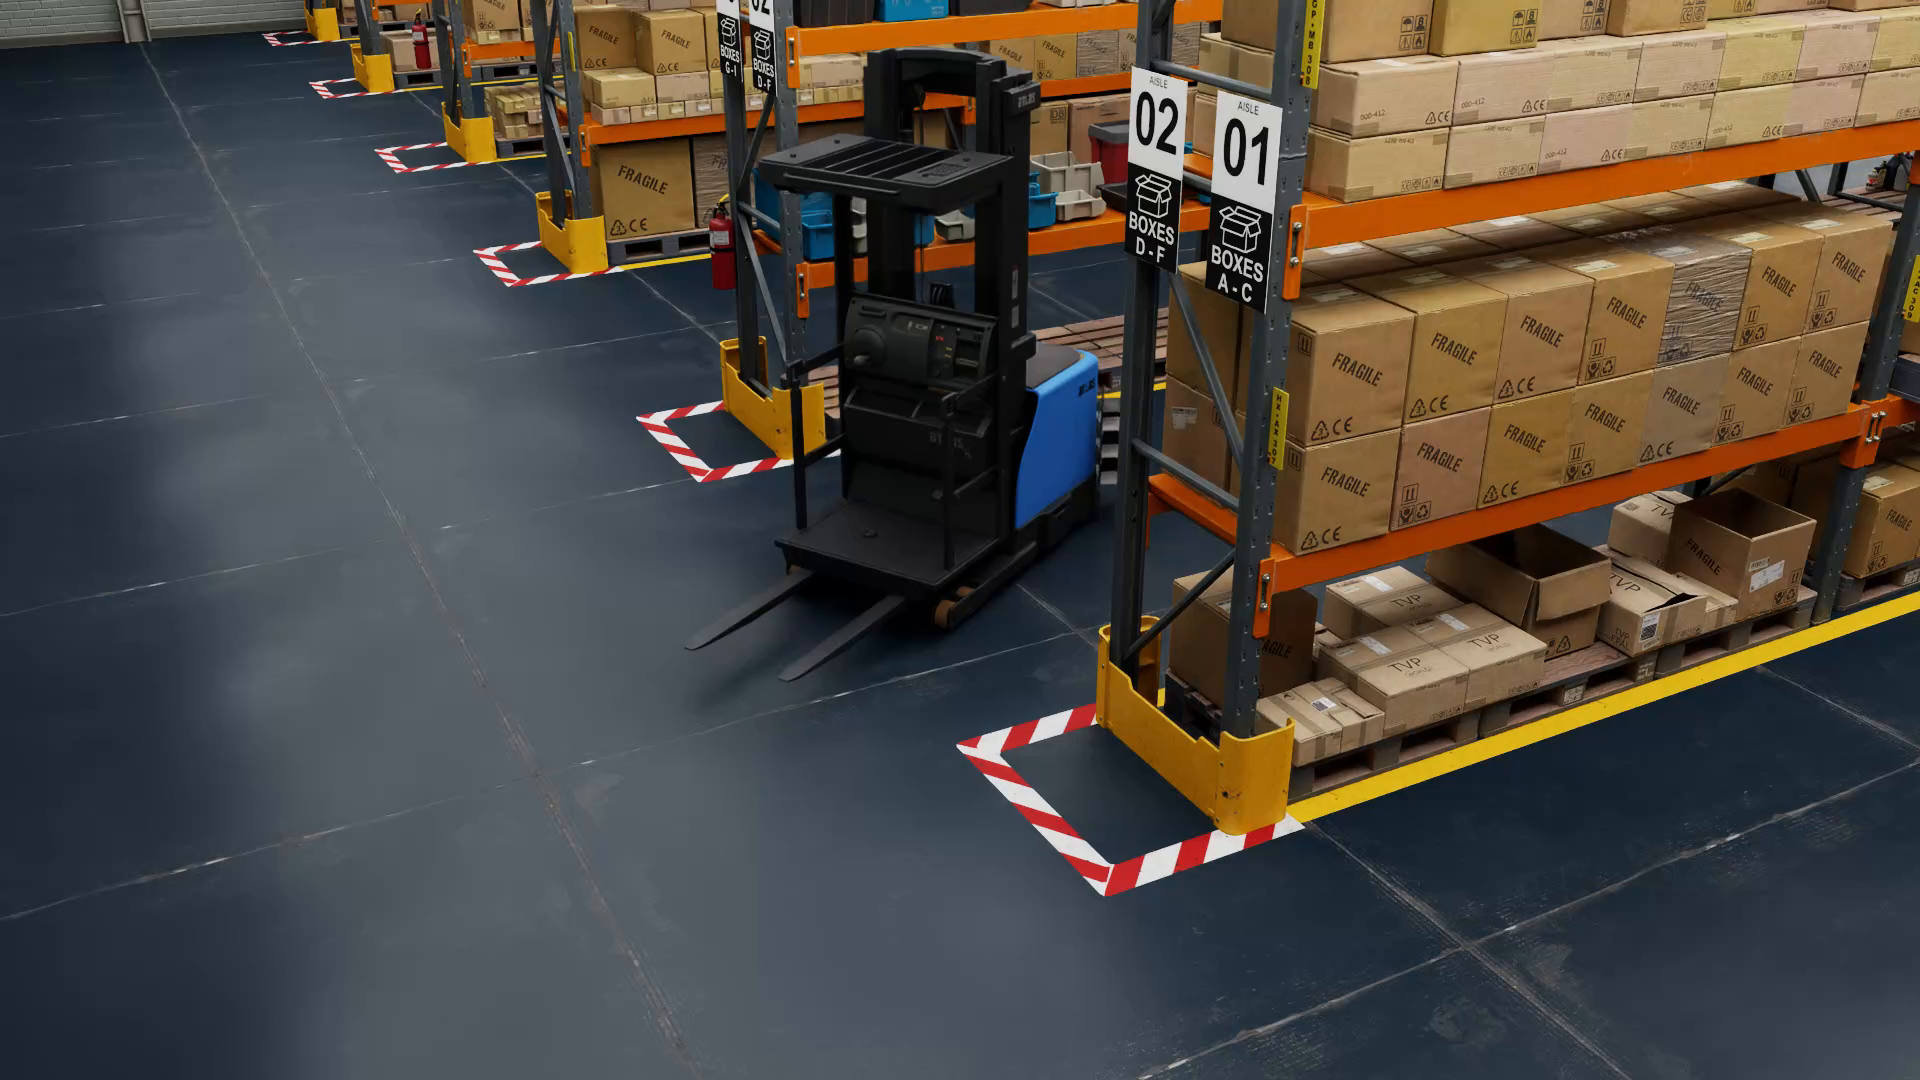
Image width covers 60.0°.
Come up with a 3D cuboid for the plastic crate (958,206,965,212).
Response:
[{"bbox_3d":[0.070,-2.485,12.137,0.250,0.136,0.298,-13,29,-25],"label":"plastic crate"}]

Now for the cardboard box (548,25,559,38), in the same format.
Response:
[{"bbox_3d":[-4.817,-5.996,19.504,0.250,0.149,0.380,-12,28,-23],"label":"cardboard box"}]

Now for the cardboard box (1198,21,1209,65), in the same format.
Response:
[{"bbox_3d":[2.653,-5.426,17.912,0.500,0.500,0.500,-13,29,-26],"label":"cardboard box"}]

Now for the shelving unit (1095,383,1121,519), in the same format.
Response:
[{"bbox_3d":[0.955,-0.594,10.388,0.210,0.900,0.258,-3,26,-7],"label":"shelving unit"}]

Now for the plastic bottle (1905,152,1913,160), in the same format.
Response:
[{"bbox_3d":[9.877,-3.883,17.366,0.185,0.351,0.144,-15,29,-28],"label":"plastic bottle"}]

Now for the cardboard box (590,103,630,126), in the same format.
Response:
[{"bbox_3d":[-3.176,-3.879,15.095,0.250,0.149,0.380,-13,28,-25],"label":"cardboard box"}]

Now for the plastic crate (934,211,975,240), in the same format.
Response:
[{"bbox_3d":[-0.020,-2.159,11.458,0.298,0.136,0.250,-13,29,-25],"label":"plastic crate"}]

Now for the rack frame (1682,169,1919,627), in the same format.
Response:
[{"bbox_3d":[4.544,-1.077,8.968,0.127,3.000,1.000,-13,29,-25],"label":"rack frame"}]

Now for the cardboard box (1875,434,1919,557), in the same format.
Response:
[{"bbox_3d":[5.551,-0.267,9.661,0.500,0.500,0.500,-13,28,-24],"label":"cardboard box"}]

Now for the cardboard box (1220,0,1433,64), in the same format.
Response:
[{"bbox_3d":[1.460,-2.221,6.615,0.500,0.500,0.700,-13,29,-25],"label":"cardboard box"}]

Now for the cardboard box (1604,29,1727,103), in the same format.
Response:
[{"bbox_3d":[2.916,-2.081,7.190,0.500,0.250,0.500,-13,29,-25],"label":"cardboard box"}]

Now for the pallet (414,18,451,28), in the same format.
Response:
[{"bbox_3d":[-8.801,-8.894,28.471,1.213,0.211,1.003,-13,29,-25],"label":"pallet"}]

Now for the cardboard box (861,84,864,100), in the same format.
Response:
[{"bbox_3d":[-0.910,-4.403,16.187,0.250,0.149,0.380,-12,28,-24],"label":"cardboard box"}]

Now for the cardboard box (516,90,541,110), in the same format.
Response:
[{"bbox_3d":[-5.080,-5.213,19.703,0.250,0.149,0.380,-12,28,-24],"label":"cardboard box"}]

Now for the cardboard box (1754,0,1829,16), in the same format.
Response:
[{"bbox_3d":[3.625,-2.764,7.745,0.500,0.500,0.700,-13,29,-25],"label":"cardboard box"}]

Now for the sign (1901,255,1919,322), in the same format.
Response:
[{"bbox_3d":[4.806,-1.261,8.353,0.005,0.325,0.100,-13,29,-25],"label":"sign"}]

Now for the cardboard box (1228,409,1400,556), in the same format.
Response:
[{"bbox_3d":[1.530,-0.297,7.228,0.500,0.500,0.500,-12,28,-24],"label":"cardboard box"}]

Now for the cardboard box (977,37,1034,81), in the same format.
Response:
[{"bbox_3d":[0.409,-4.904,16.824,0.500,0.500,0.500,-13,29,-25],"label":"cardboard box"}]

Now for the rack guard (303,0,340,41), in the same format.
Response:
[{"bbox_3d":[-10.579,-8.615,27.556,0.348,0.500,1.175,-13,29,-25],"label":"rack guard"}]

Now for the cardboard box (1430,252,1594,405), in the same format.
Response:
[{"bbox_3d":[2.431,-0.957,7.448,0.500,0.500,0.500,-13,28,-24],"label":"cardboard box"}]

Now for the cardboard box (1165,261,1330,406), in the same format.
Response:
[{"bbox_3d":[1.277,-0.954,7.441,0.500,0.500,0.500,-13,29,-26],"label":"cardboard box"}]

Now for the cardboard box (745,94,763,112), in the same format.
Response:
[{"bbox_3d":[-2.042,-4.142,15.643,0.250,0.149,0.380,-13,29,-26],"label":"cardboard box"}]

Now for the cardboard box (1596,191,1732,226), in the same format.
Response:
[{"bbox_3d":[3.540,-1.479,8.535,0.500,0.500,0.500,-14,29,-27],"label":"cardboard box"}]

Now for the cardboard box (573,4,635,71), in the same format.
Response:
[{"bbox_3d":[-3.338,-4.650,15.374,0.500,0.500,0.500,-13,28,-24],"label":"cardboard box"}]

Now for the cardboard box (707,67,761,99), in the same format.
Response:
[{"bbox_3d":[-2.193,-4.317,15.546,0.500,0.250,0.500,-14,29,-27],"label":"cardboard box"}]

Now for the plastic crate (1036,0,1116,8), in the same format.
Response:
[{"bbox_3d":[0.787,-3.787,11.284,0.530,0.282,0.437,-13,29,-25],"label":"plastic crate"}]

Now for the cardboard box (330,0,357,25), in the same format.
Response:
[{"bbox_3d":[-10.062,-8.878,27.616,0.637,0.503,0.797,-14,29,-27],"label":"cardboard box"}]

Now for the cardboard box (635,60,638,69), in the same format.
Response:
[{"bbox_3d":[-2.893,-4.416,15.752,0.500,0.250,0.500,-14,29,-26],"label":"cardboard box"}]

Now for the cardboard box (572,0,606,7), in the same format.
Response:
[{"bbox_3d":[-4.464,-6.340,19.471,0.500,0.500,0.500,-13,28,-24],"label":"cardboard box"}]

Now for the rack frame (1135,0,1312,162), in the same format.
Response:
[{"bbox_3d":[1.014,-2.967,5.973,0.127,3.000,1.000,-13,29,-25],"label":"rack frame"}]

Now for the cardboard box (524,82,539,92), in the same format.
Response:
[{"bbox_3d":[-5.124,-5.469,20.237,0.250,0.149,0.380,-14,29,-26],"label":"cardboard box"}]

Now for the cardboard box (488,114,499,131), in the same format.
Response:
[{"bbox_3d":[-5.523,-5.052,20.057,0.250,0.149,0.380,-12,28,-24],"label":"cardboard box"}]

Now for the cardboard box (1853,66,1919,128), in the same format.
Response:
[{"bbox_3d":[4.240,-2.161,7.934,0.500,0.250,0.500,-13,29,-25],"label":"cardboard box"}]

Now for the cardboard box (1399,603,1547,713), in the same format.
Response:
[{"bbox_3d":[2.510,0.573,8.201,0.500,0.250,0.500,-13,29,-25],"label":"cardboard box"}]

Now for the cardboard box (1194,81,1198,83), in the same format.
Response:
[{"bbox_3d":[2.796,-4.775,18.639,0.875,0.875,1.225,-14,29,-27],"label":"cardboard box"}]

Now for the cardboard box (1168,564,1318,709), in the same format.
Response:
[{"bbox_3d":[1.378,0.461,8.144,0.500,0.500,0.500,-13,29,-25],"label":"cardboard box"}]

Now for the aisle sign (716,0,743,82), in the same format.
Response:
[{"bbox_3d":[-1.515,-3.424,10.853,0.004,0.787,0.394,-13,29,-25],"label":"aisle sign"}]

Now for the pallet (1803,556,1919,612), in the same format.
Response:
[{"bbox_3d":[5.244,0.000,9.947,1.213,0.211,1.003,-13,29,-25],"label":"pallet"}]

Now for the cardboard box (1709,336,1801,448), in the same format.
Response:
[{"bbox_3d":[3.769,-0.817,8.311,0.500,0.500,0.500,-12,28,-24],"label":"cardboard box"}]

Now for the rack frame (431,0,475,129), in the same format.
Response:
[{"bbox_3d":[-5.889,-5.961,19.141,0.127,3.000,1.000,-13,29,-25],"label":"rack frame"}]

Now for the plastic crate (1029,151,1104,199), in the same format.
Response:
[{"bbox_3d":[0.782,-2.702,12.421,0.530,0.282,0.437,-13,29,-25],"label":"plastic crate"}]

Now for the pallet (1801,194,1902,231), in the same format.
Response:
[{"bbox_3d":[8.600,-3.167,16.543,1.213,0.211,1.003,-13,29,-25],"label":"pallet"}]

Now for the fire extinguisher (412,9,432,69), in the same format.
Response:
[{"bbox_3d":[-6.328,-5.883,19.499,0.183,0.674,0.296,-13,29,-25],"label":"fire extinguisher"}]

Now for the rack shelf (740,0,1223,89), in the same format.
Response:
[{"bbox_3d":[0.451,-3.590,11.568,4.000,0.370,1.077,-13,29,-25],"label":"rack shelf"}]

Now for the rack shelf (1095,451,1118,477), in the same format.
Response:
[{"bbox_3d":[0.955,-0.483,10.442,0.200,0.077,0.258,-3,26,-7],"label":"rack shelf"}]

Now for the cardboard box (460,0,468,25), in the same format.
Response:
[{"bbox_3d":[-5.613,-6.330,19.450,0.500,0.500,0.500,-12,28,-24],"label":"cardboard box"}]

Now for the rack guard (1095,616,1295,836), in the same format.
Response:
[{"bbox_3d":[1.081,0.849,7.845,0.348,0.500,1.175,-13,29,-25],"label":"rack guard"}]

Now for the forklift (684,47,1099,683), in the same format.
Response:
[{"bbox_3d":[-0.344,-1.054,8.999,1.130,2.935,3.031,15,29,28],"label":"forklift"}]

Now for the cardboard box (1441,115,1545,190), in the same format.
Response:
[{"bbox_3d":[2.034,-1.651,6.872,0.500,0.250,0.500,-13,29,-25],"label":"cardboard box"}]
